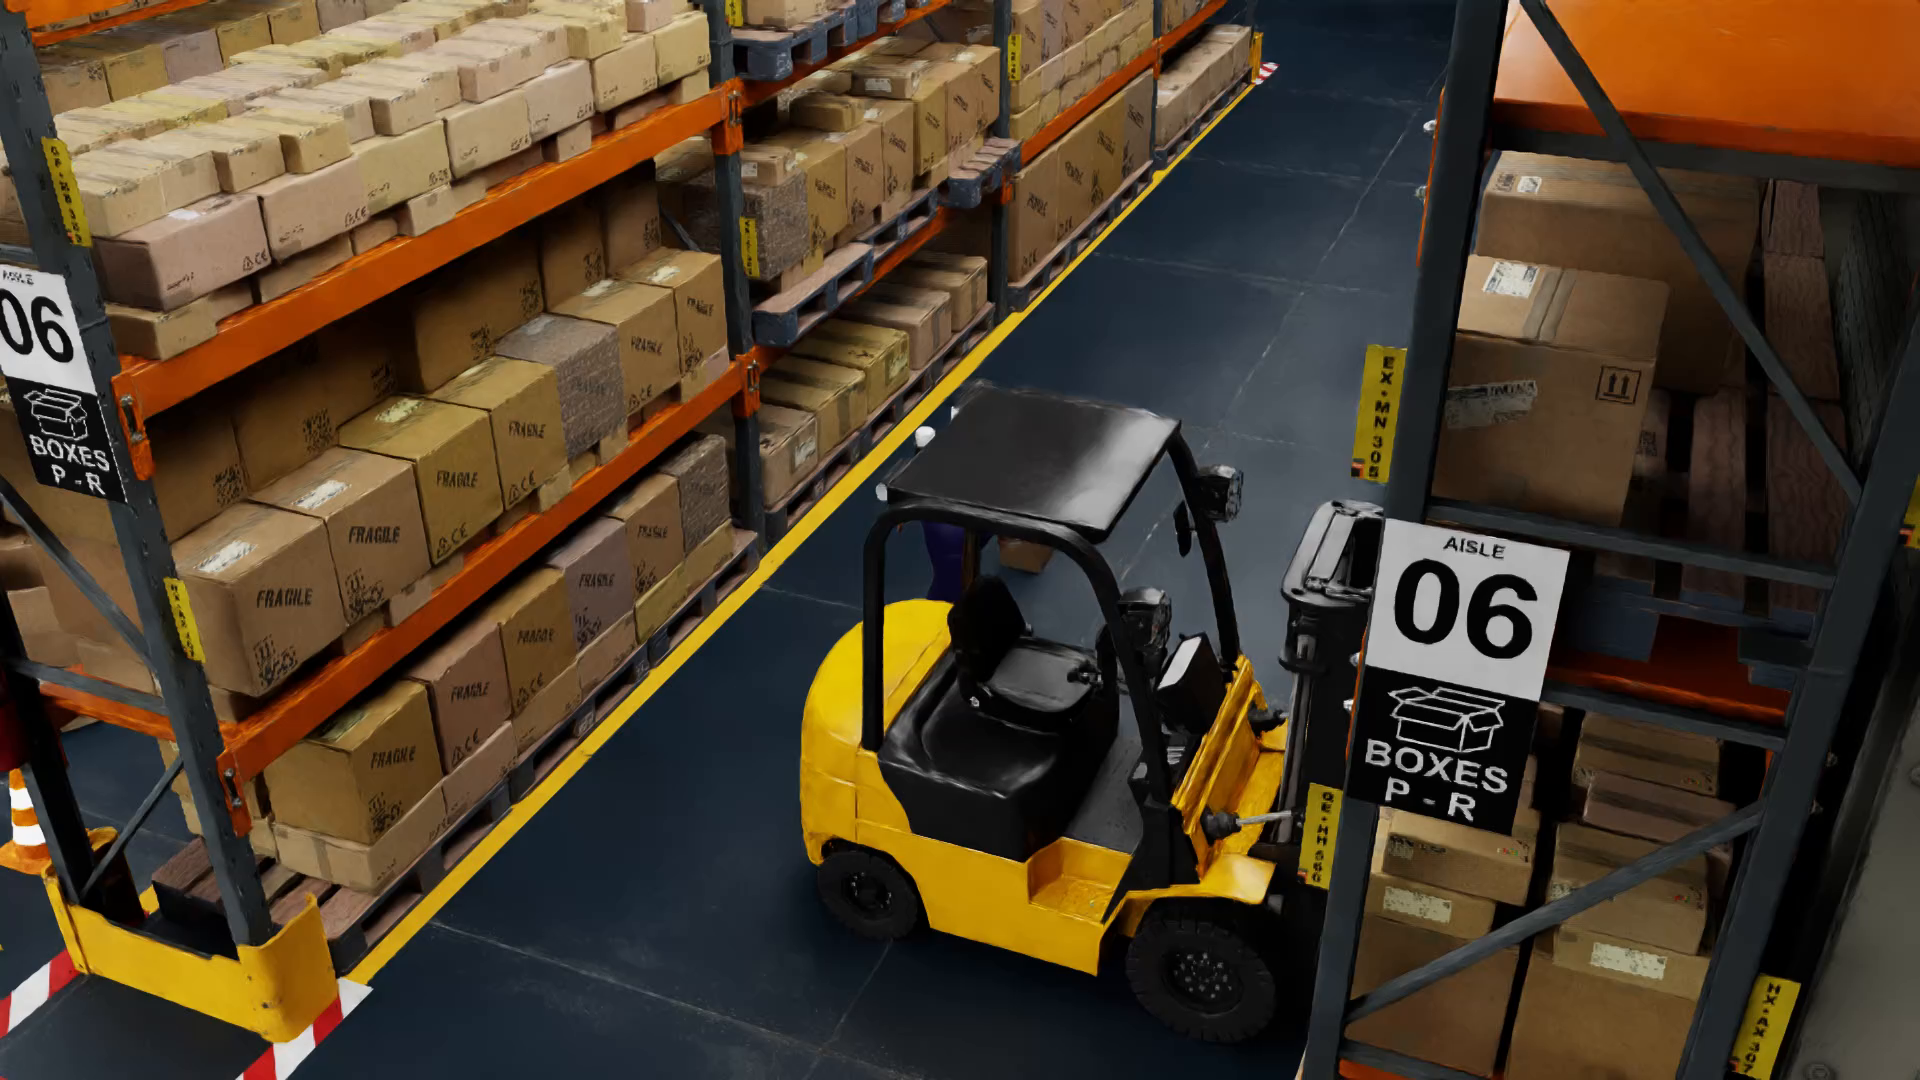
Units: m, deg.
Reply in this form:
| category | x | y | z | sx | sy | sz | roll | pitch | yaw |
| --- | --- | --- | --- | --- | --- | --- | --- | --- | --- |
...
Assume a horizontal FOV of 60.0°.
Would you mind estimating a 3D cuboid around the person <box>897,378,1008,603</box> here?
| category | x | y | z | sx | sy | sz | roll | pitch | yaw |
| --- | --- | --- | --- | --- | --- | --- | --- | --- | --- |
| person | -0.020 | -0.075 | 8.590 | 0.528 | 1.600 | 0.681 | -25 | 38 | -36 |
